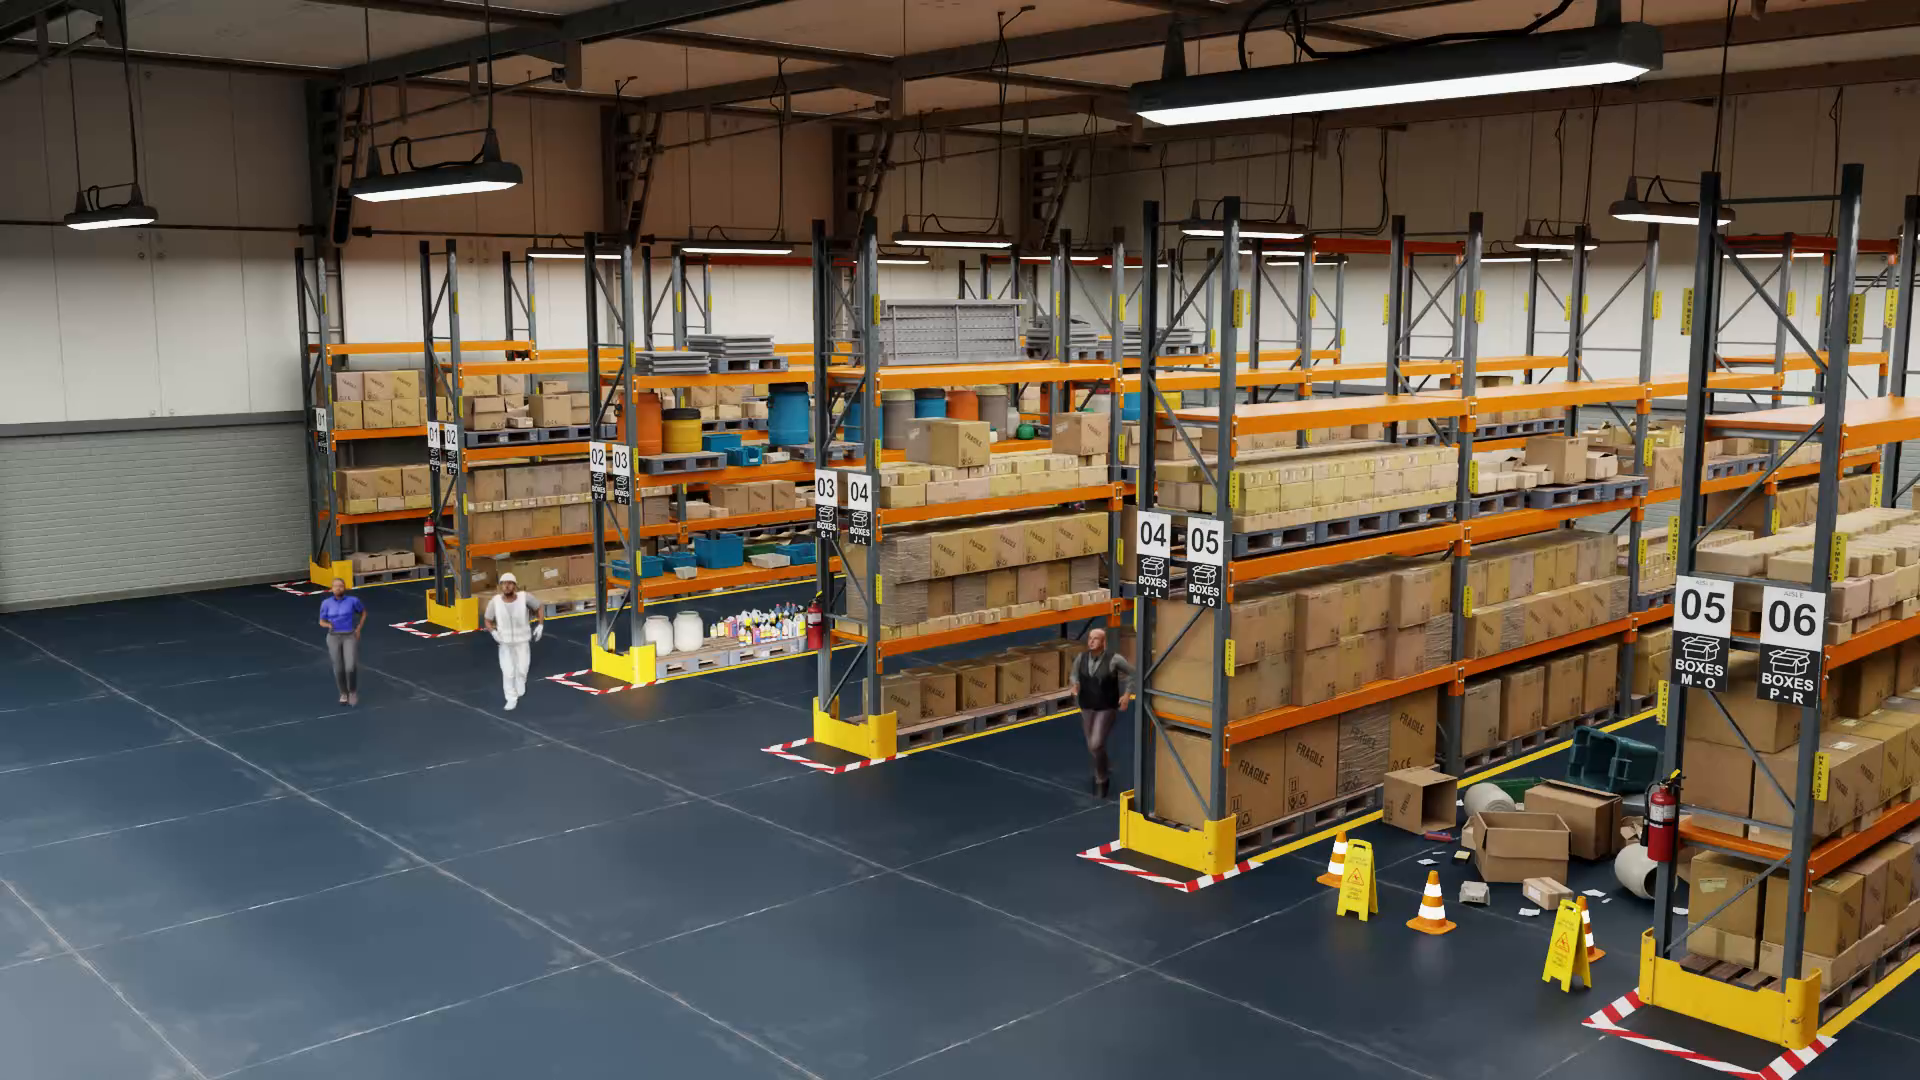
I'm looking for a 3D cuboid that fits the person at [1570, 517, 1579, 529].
[{"bbox_3d":[9.790,0.414,26.799,0.604,1.743,0.815,7,11,38],"label":"person"}]

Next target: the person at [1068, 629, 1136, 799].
[{"bbox_3d":[1.443,1.808,17.333,0.675,1.799,0.748,6,10,34],"label":"person"}]

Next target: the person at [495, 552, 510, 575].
[{"bbox_3d":[-7.821,0.117,28.588,0.727,1.830,0.640,-7,11,-41],"label":"person"}]

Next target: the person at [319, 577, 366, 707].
[{"bbox_3d":[-7.774,1.299,20.955,0.561,1.657,0.638,-2,9,-16],"label":"person"}]

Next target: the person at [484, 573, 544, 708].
[{"bbox_3d":[-5.576,1.271,20.807,0.724,1.737,0.652,-2,9,-11],"label":"person"}]
